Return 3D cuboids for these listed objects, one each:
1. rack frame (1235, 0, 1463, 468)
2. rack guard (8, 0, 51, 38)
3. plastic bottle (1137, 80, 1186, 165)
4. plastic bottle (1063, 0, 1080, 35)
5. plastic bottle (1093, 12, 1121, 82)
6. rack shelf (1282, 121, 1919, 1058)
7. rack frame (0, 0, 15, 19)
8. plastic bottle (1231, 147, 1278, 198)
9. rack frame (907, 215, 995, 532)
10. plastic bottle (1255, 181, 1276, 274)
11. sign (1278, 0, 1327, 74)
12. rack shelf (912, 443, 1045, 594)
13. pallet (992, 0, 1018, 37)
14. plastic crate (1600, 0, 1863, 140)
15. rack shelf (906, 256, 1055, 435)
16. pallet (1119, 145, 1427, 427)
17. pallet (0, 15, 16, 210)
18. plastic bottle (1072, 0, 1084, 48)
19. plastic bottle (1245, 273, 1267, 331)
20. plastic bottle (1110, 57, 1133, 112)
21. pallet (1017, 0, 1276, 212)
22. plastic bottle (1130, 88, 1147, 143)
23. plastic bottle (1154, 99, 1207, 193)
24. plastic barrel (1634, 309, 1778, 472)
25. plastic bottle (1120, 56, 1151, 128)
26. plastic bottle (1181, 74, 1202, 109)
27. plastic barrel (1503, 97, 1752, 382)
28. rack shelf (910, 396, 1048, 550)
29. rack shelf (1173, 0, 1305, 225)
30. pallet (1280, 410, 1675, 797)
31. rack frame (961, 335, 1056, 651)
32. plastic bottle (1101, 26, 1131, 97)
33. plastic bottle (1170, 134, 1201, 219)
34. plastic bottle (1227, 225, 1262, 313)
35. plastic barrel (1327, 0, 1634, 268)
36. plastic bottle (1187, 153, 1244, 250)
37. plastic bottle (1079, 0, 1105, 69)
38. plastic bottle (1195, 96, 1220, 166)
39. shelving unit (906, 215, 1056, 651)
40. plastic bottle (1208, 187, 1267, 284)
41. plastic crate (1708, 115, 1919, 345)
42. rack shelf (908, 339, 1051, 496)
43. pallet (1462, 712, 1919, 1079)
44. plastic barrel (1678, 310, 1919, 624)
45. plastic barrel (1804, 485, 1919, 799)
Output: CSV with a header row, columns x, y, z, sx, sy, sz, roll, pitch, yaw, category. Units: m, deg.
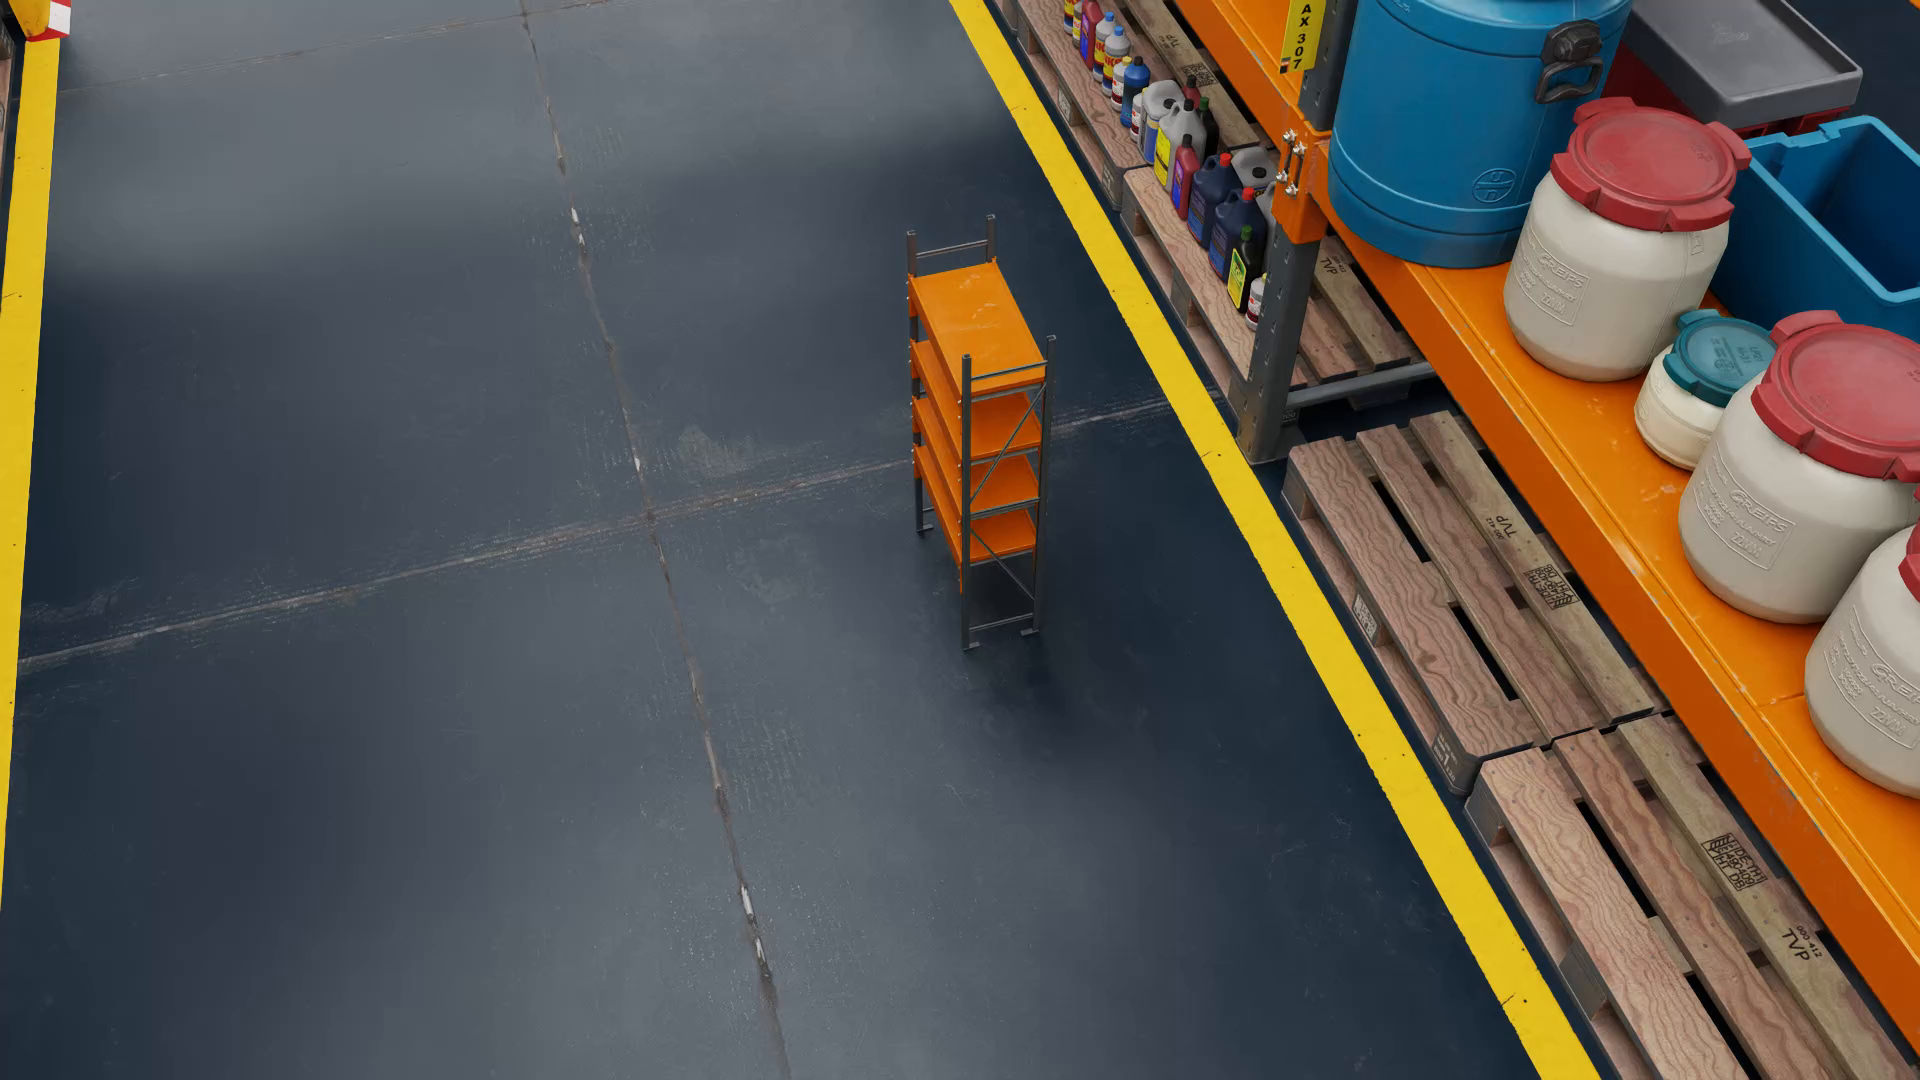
x,y,z,sx,sy,sz,roll,pitch,yaw,category
1.409,-1.361,4.435,1.000,3.000,0.127,-13,51,-11,rack frame
-4.483,-2.301,6.863,1.175,0.500,0.348,-13,51,-11,rack guard
0.747,-1.526,6.068,0.152,0.276,0.135,-12,51,-10,plastic bottle
0.465,-2.150,6.597,0.097,0.271,0.097,0,50,0,plastic bottle
0.566,-1.900,6.386,0.097,0.271,0.097,0,50,0,plastic bottle
2.000,0.332,3.479,1.077,0.370,4.000,-13,51,-11,rack shelf
-4.505,-3.162,5.954,1.000,3.000,0.127,-13,51,-11,rack frame
1.021,-1.222,5.812,0.152,0.276,0.135,-13,51,-11,plastic bottle
-0.023,-0.444,4.840,0.240,1.200,0.015,-13,51,-11,rack frame
1.081,-1.087,5.649,0.144,0.351,0.185,-13,51,-11,plastic bottle
0.880,-1.334,4.231,0.100,0.325,0.005,-13,51,-11,sign
0.049,-0.094,4.893,0.258,0.148,0.480,-13,51,-11,rack shelf
0.529,-2.744,7.425,1.003,0.211,1.213,-13,51,-11,pallet
1.844,-1.097,4.171,0.402,0.464,0.583,-13,51,-11,plastic crate
0.049,-0.519,4.389,0.258,0.148,0.480,-13,51,-11,rack shelf
1.250,-0.962,5.923,1.003,0.211,1.213,-13,51,-11,pallet
-4.276,-1.607,6.466,1.003,0.211,1.213,-13,51,-11,pallet
0.495,-2.052,6.560,0.097,0.201,0.097,0,50,0,plastic bottle
1.004,-0.795,5.501,0.097,0.201,0.097,0,50,0,plastic bottle
0.625,-1.732,6.290,0.097,0.201,0.097,0,50,0,plastic bottle
0.886,-1.855,6.675,1.003,0.211,1.213,-13,51,-11,pallet
0.686,-1.582,6.164,0.097,0.201,0.097,0,50,0,plastic bottle
0.791,-1.430,5.938,0.144,0.351,0.185,-14,51,-11,plastic bottle
1.654,-0.315,3.644,0.301,0.262,0.301,0,50,0,plastic barrel
0.655,-1.679,6.200,0.097,0.271,0.097,0,50,0,plastic bottle
0.848,-1.552,6.086,0.061,0.283,0.133,-13,51,-11,plastic bottle
1.482,-0.656,3.752,0.433,0.535,0.433,0,50,0,plastic barrel
0.049,-0.222,4.741,0.258,0.148,0.480,-13,51,-11,rack shelf
0.818,-2.590,5.942,1.077,0.370,4.000,-13,51,-11,rack shelf
1.678,0.103,5.025,1.003,0.211,1.213,-13,51,-11,pallet
0.121,-0.088,4.539,0.240,1.200,0.015,-13,51,-11,rack frame
0.596,-1.827,6.325,0.097,0.271,0.097,0,50,0,plastic bottle
0.798,-1.282,5.858,0.061,0.283,0.133,-10,51,-9,plastic bottle
0.952,-0.904,5.539,0.061,0.283,0.133,-11,51,-9,plastic bottle
1.234,-1.172,3.948,0.600,0.901,0.708,-13,51,-11,plastic barrel
0.886,-1.194,5.740,0.144,0.351,0.185,-16,52,-13,plastic bottle
0.514,-1.984,6.450,0.061,0.283,0.133,-13,51,-10,plastic bottle
0.881,-1.450,6.000,0.061,0.283,0.133,-13,51,-11,plastic bottle
0.049,-0.266,4.689,0.258,1.200,0.503,-13,51,-11,shelving unit
0.943,-1.054,5.621,0.144,0.351,0.185,-15,51,-12,plastic bottle
2.032,-0.620,3.821,0.392,0.384,0.575,-13,51,-11,plastic crate
0.049,-0.367,4.570,0.258,0.148,0.480,-13,51,-11,rack shelf
2.043,0.995,4.273,1.003,0.211,1.213,-13,51,-11,pallet
1.699,-0.120,3.301,0.433,0.535,0.433,0,50,0,plastic barrel
1.827,0.196,3.034,0.433,0.535,0.433,0,50,0,plastic barrel
